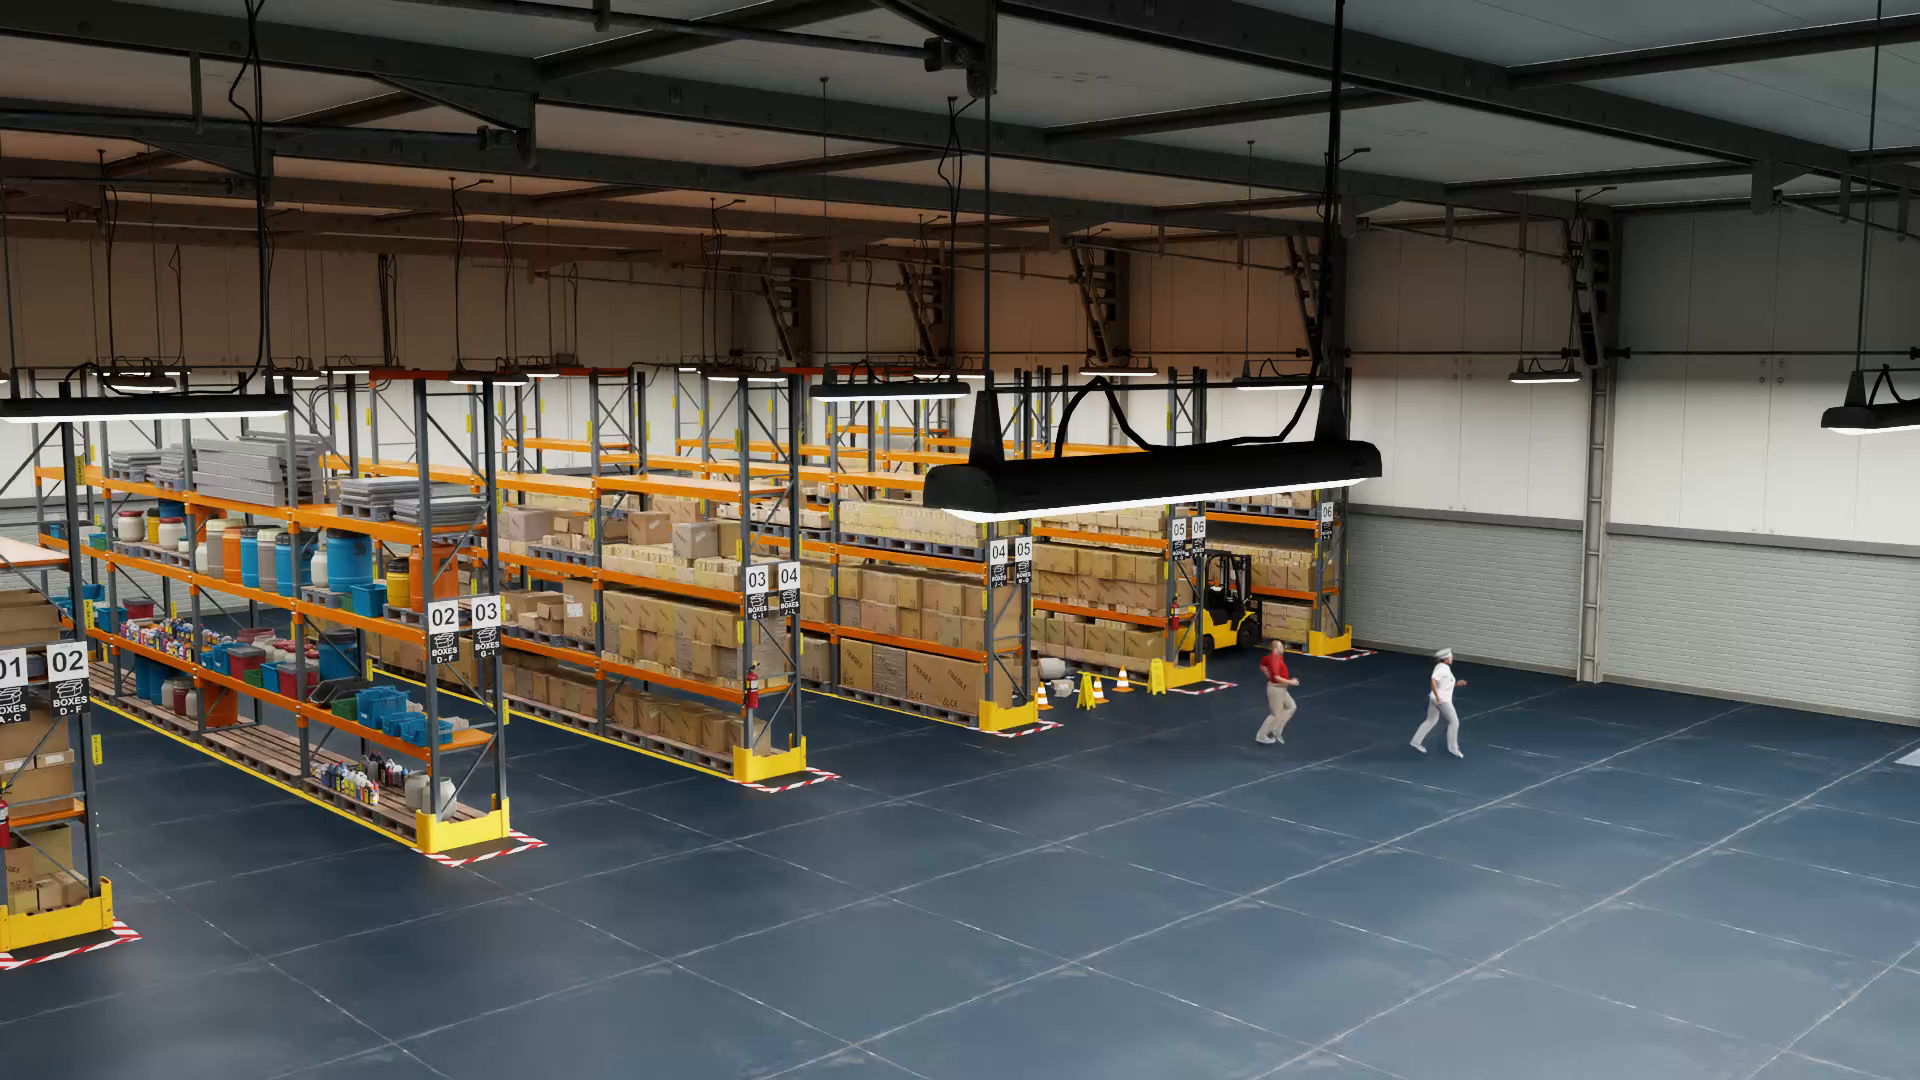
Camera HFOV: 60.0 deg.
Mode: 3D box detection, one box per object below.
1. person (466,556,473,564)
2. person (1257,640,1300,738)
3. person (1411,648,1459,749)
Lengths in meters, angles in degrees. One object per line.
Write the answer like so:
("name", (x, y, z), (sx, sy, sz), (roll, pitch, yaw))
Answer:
("person", (-11.367, 1.117, 38.466), (0.584, 1.537, 0.691), (-2, 7, -18))
("person", (5.149, 2.405, 26.900), (0.679, 1.598, 0.673), (1, 6, 6))
("person", (7.455, 2.473, 26.021), (0.715, 1.586, 0.510), (0, 6, -3))
